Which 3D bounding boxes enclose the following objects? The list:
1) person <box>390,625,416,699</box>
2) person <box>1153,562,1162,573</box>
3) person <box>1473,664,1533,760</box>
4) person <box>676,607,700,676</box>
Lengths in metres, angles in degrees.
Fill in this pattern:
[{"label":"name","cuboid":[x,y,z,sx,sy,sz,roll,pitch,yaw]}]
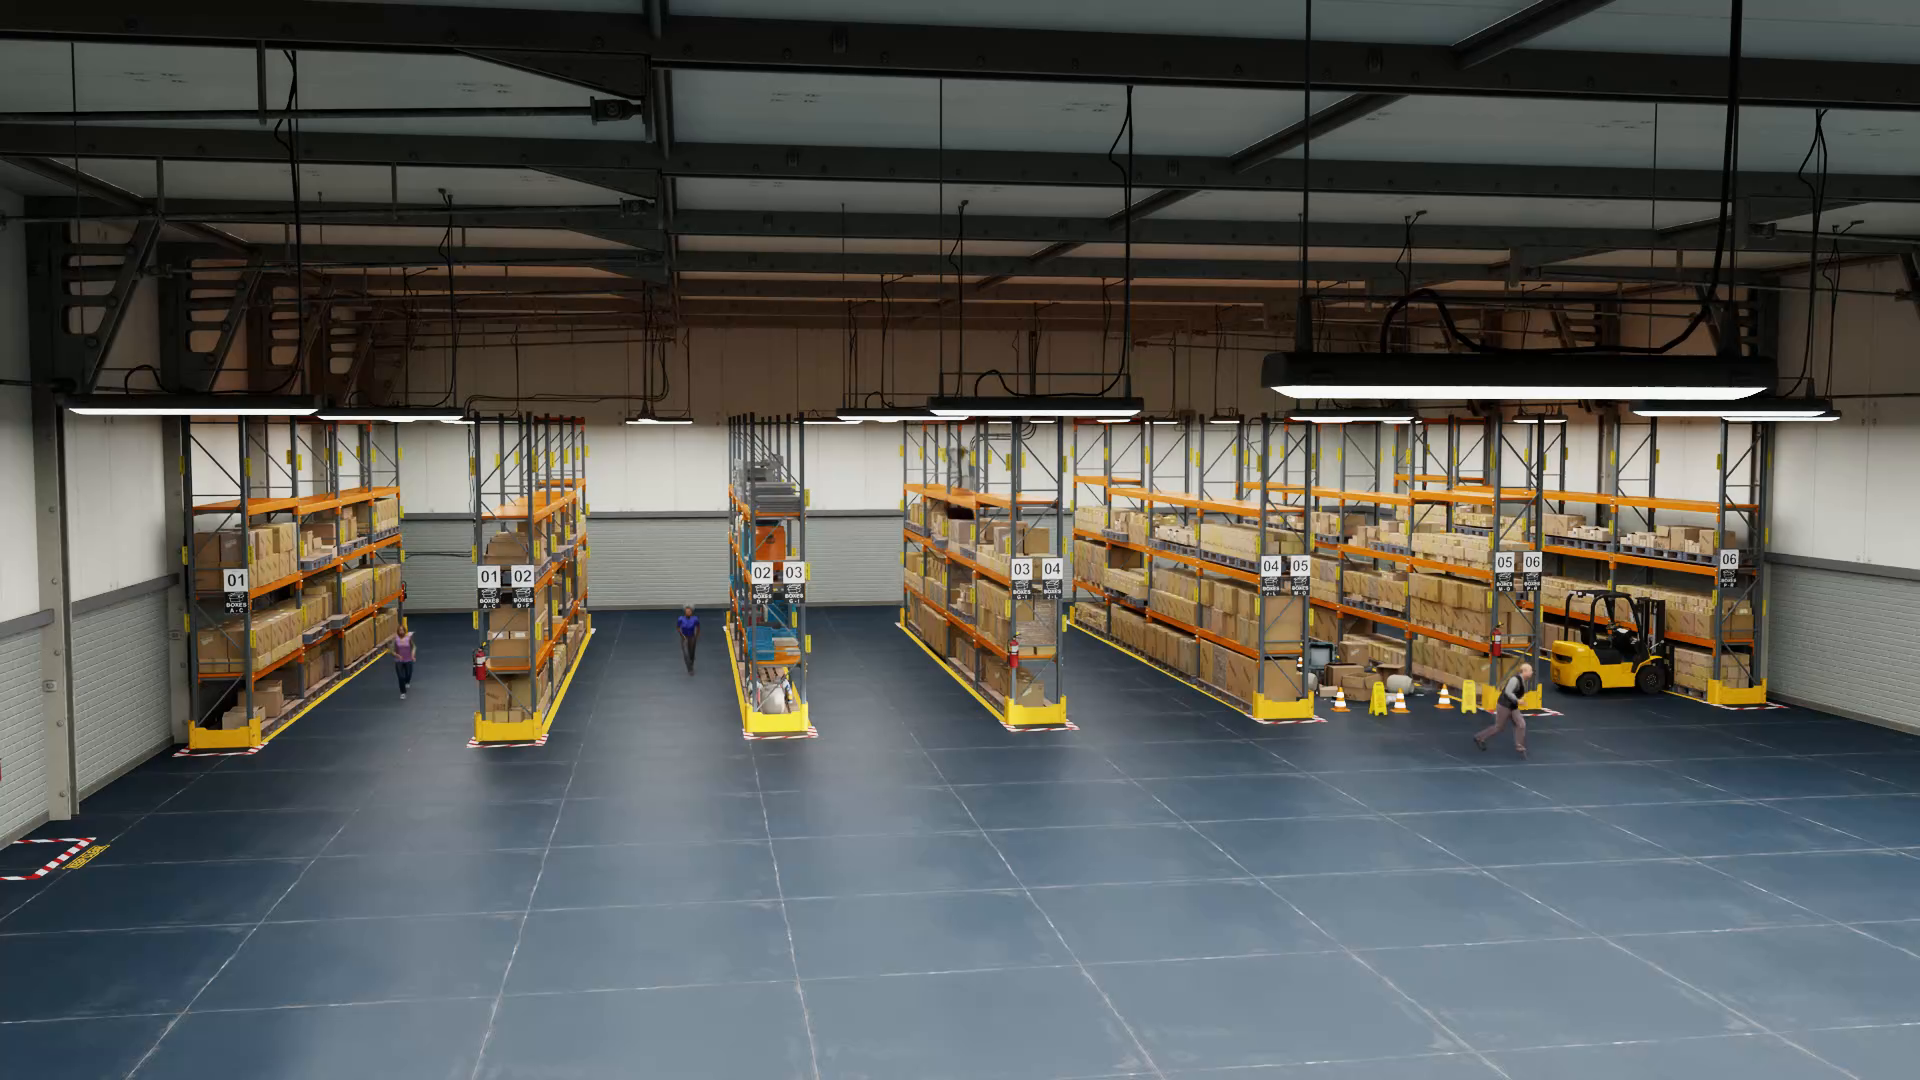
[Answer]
[{"label":"person","cuboid":[-11.716,2.569,35.003,0.532,1.551,0.553,-2,4,-23]},{"label":"person","cuboid":[5.757,1.543,48.272,0.641,1.816,0.915,-2,5,-33]},{"label":"person","cuboid":[9.453,2.954,28.917,1.009,1.682,0.697,2,5,31]},{"label":"person","cuboid":[-6.302,2.319,38.599,0.548,1.605,0.775,0,4,-6]}]
